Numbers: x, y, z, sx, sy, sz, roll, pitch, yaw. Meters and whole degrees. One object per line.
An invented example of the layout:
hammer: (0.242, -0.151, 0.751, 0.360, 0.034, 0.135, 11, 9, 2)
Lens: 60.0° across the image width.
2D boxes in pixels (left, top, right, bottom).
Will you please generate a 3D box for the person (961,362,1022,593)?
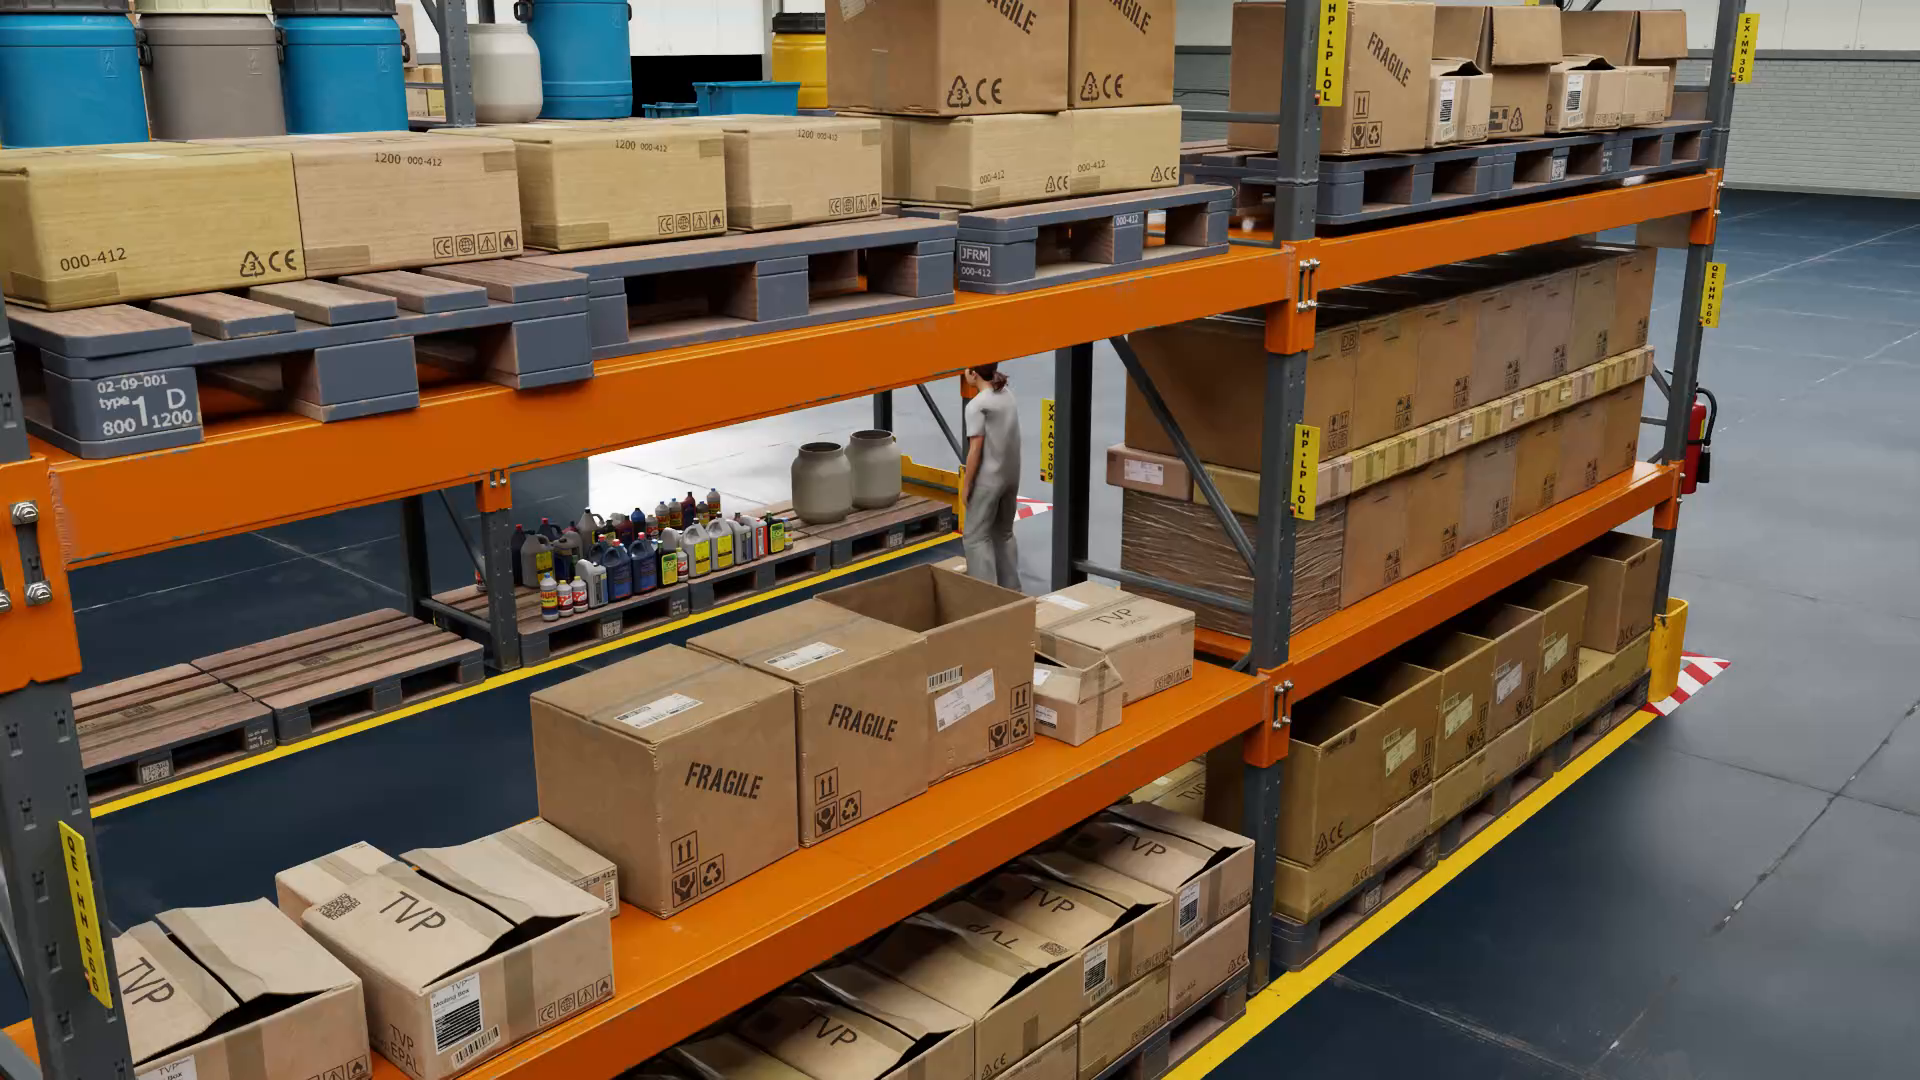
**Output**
person: (0.183, -0.361, 10.227, 0.363, 1.671, 0.514, 13, 21, 36)
